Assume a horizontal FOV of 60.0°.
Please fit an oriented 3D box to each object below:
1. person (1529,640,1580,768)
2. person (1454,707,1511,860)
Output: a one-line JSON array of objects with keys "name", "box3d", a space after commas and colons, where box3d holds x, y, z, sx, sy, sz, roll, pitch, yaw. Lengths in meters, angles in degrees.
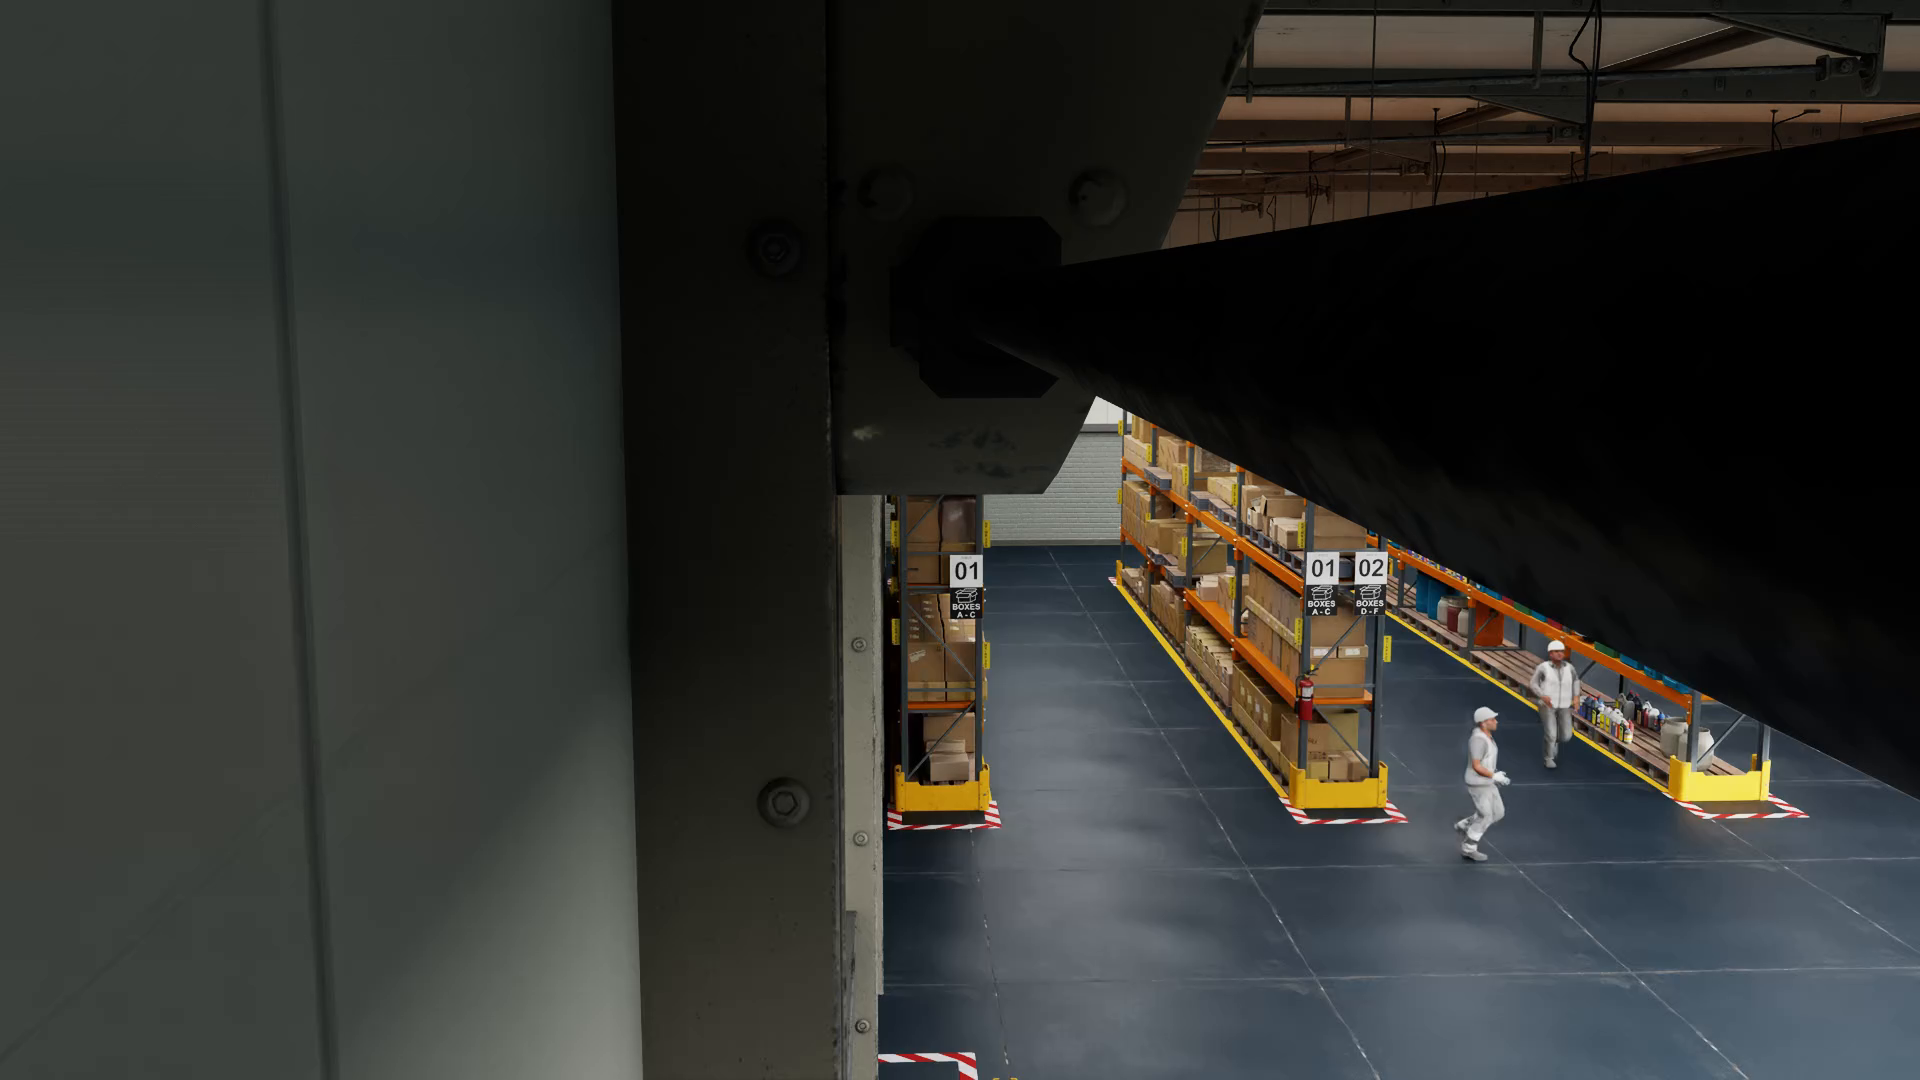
[{"name": "person", "box3d": [7.986, 2.201, 22.302, 0.707, 1.729, 0.569, 0, 8, -2]}, {"name": "person", "box3d": [5.883, 2.726, 18.697, 0.615, 1.746, 0.699, 4, 9, 25]}]
